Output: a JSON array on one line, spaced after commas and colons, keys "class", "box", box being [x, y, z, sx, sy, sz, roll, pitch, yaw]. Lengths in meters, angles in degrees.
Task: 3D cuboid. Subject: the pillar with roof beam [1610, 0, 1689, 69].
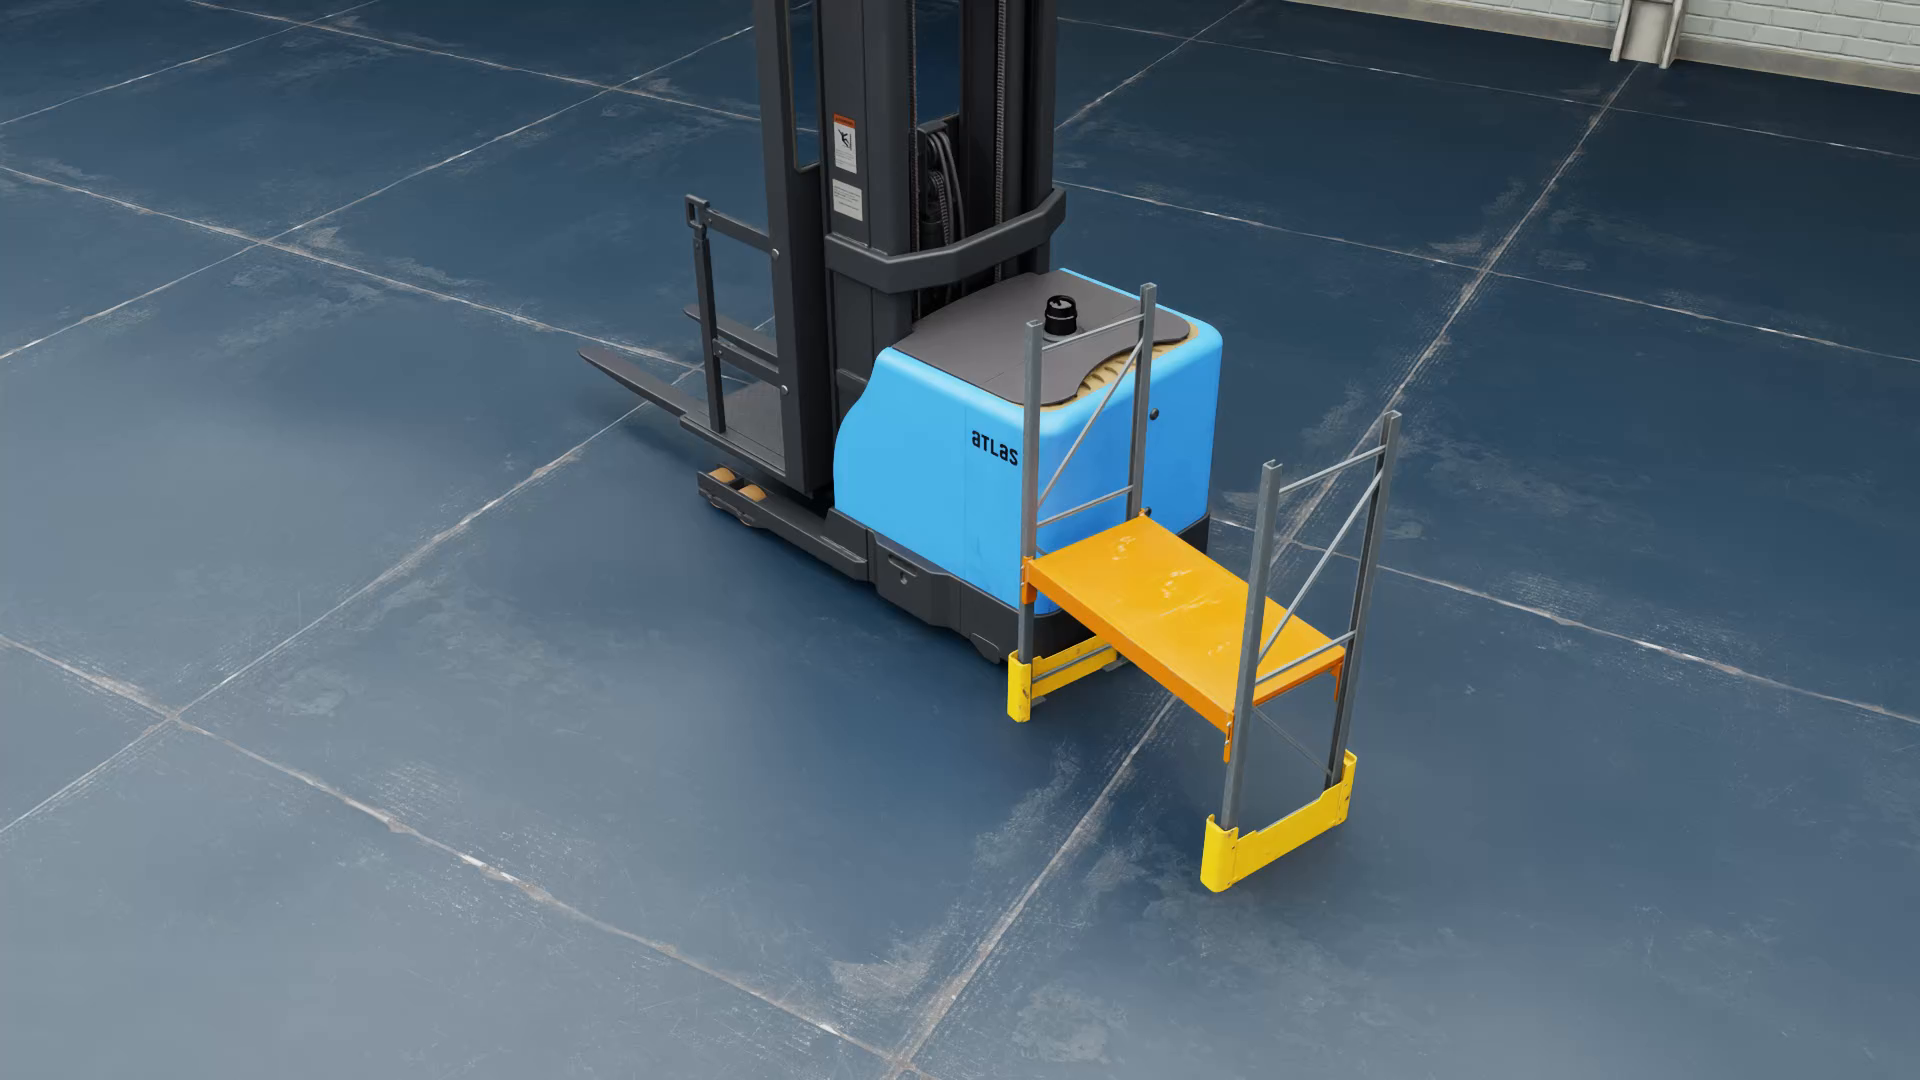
[{"class": "pillar with roof beam", "box": [2.765, -5.130, 6.335, 0.400, 9.000, 9.100, 18, 37, 24]}]

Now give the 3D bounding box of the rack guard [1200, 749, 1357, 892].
[{"class": "rack guard", "box": [1.001, 0.873, 5.214, 0.587, 0.250, 0.087, -22, 39, -29]}]

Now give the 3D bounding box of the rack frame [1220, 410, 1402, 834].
[{"class": "rack frame", "box": [1.002, 0.353, 4.866, 0.500, 1.500, 0.032, -22, 39, -29]}]

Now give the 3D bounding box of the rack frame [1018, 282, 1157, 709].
[{"class": "rack frame", "box": [0.411, -0.105, 5.555, 0.500, 1.500, 0.032, -22, 39, -29]}]

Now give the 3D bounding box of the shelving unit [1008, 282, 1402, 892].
[{"class": "shelving unit", "box": [0.712, 0.128, 5.205, 0.587, 1.500, 1.083, -22, 39, -29]}]

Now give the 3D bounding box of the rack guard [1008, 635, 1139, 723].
[{"class": "rack guard", "box": [0.422, 0.424, 5.888, 0.587, 0.250, 0.087, -22, 39, -29]}]

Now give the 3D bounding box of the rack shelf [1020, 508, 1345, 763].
[{"class": "rack shelf", "box": [0.706, 0.274, 5.310, 0.538, 0.185, 1.000, -22, 39, -29]}]

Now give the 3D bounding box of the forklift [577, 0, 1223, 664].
[{"class": "forklift", "box": [-0.448, -1.461, 6.300, 3.031, 2.935, 1.130, 28, 43, 35]}]
